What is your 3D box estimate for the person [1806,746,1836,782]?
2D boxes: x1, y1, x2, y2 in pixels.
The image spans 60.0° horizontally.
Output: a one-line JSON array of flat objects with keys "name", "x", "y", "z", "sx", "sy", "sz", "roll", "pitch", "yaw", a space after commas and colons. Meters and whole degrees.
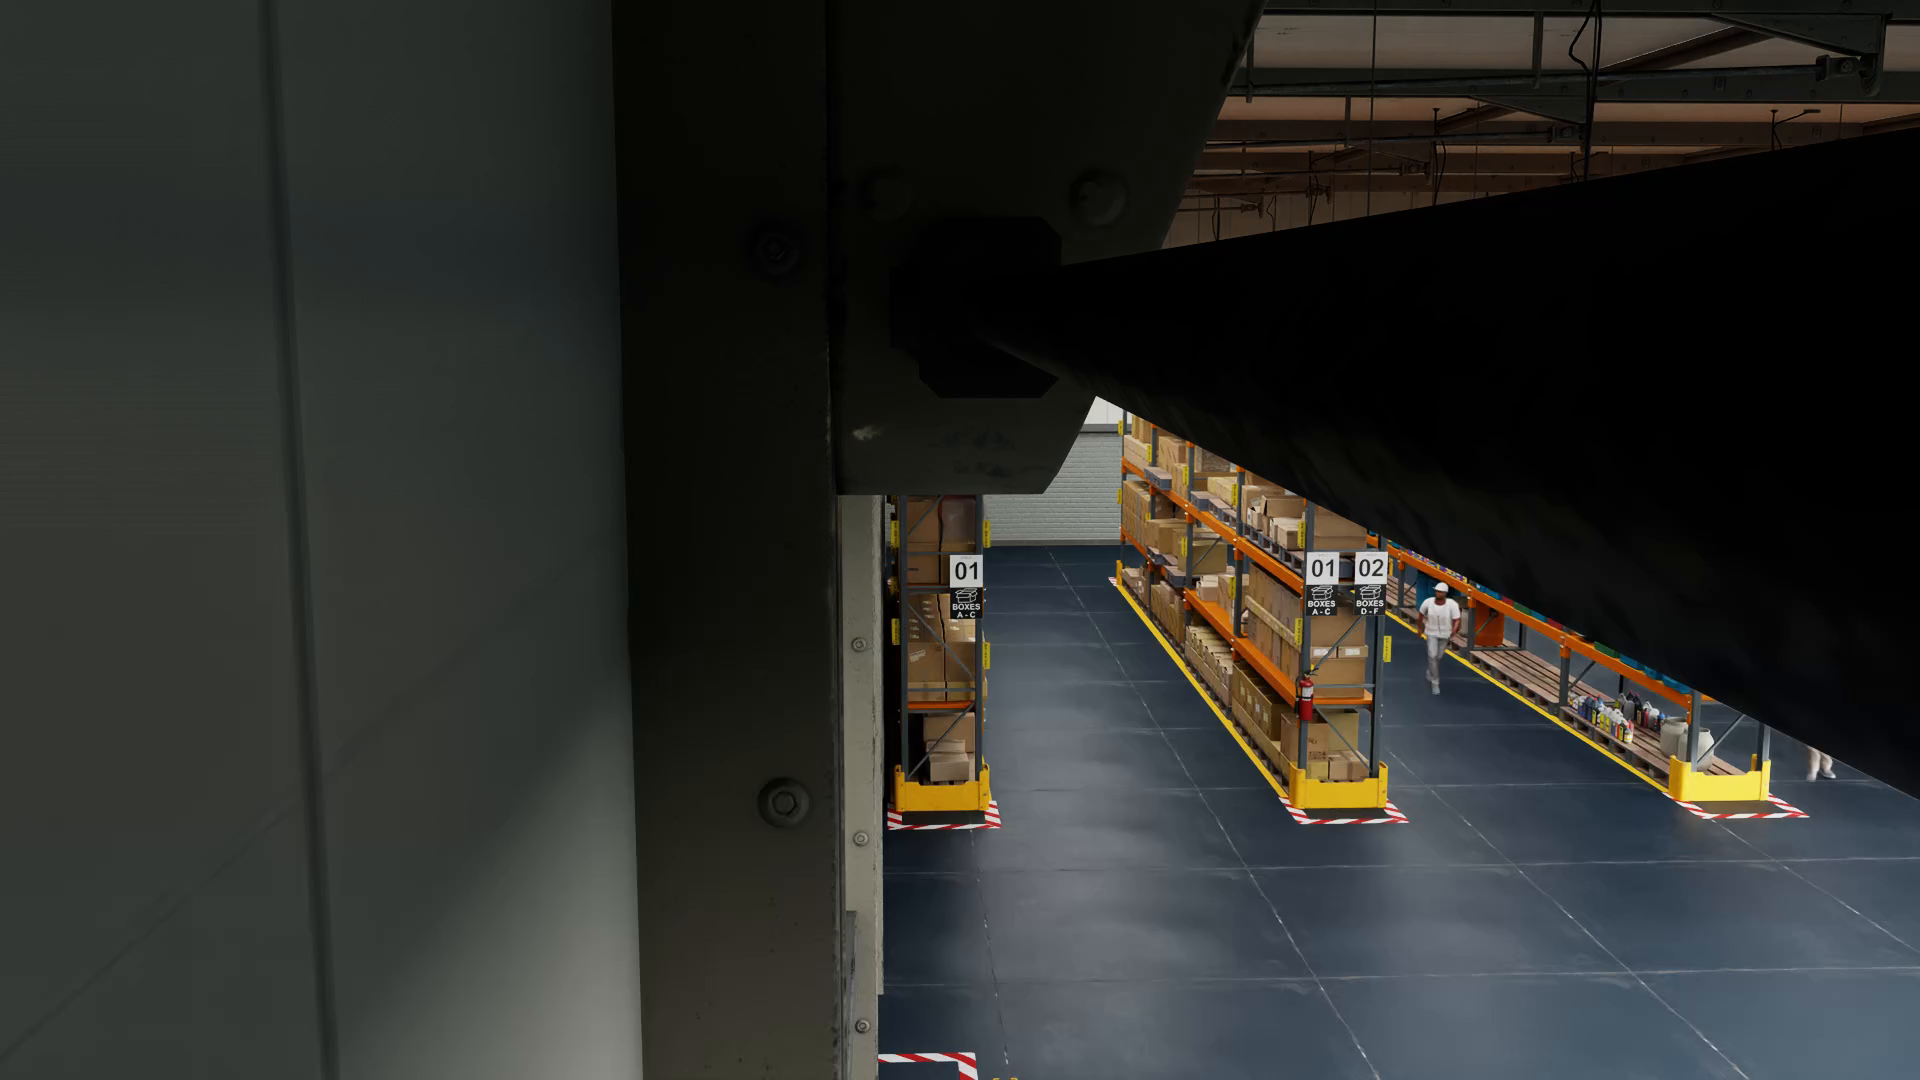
[{"name": "person", "x": 11.360, "y": 2.312, "z": 21.764, "sx": 0.533, "sy": 1.766, "sz": 0.588, "roll": 3, "pitch": 9, "yaw": 17}]

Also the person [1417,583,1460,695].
[{"name": "person", "x": 7.744, "y": 1.542, "z": 26.823, "sx": 0.570, "sy": 1.746, "sz": 1.003, "roll": 0, "pitch": 8, "yaw": 0}]
